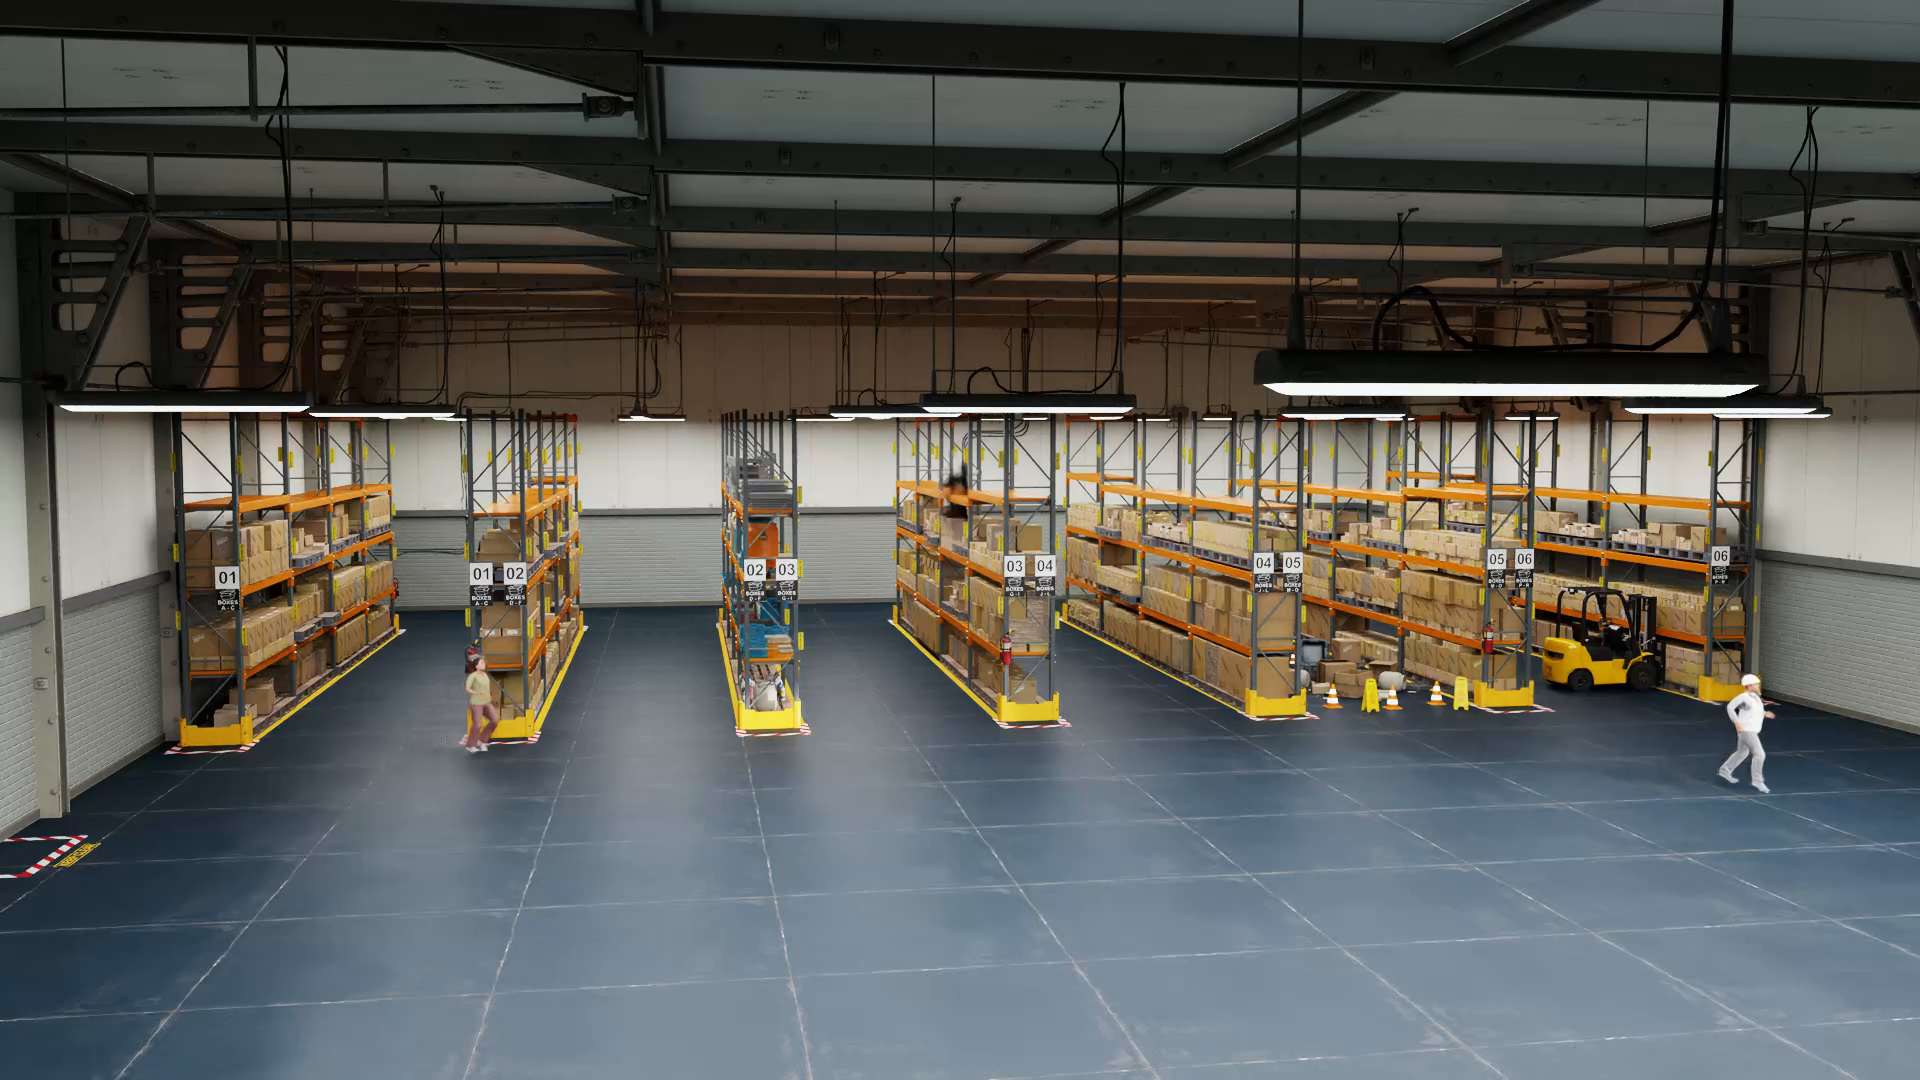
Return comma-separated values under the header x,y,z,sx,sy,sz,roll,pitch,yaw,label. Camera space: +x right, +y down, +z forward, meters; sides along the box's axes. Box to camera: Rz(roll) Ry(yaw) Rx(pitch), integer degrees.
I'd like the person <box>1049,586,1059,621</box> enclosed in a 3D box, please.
x,y,z,sx,sy,sz,roll,pitch,yaw,label
2.381,1.726,45.130,0.623,1.670,0.877,-1,4,-9,person

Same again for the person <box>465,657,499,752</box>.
x,y,z,sx,sy,sz,roll,pitch,yaw,label
-8.330,2.869,28.979,0.563,1.656,0.592,2,5,29,person

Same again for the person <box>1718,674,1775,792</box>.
x,y,z,sx,sy,sz,roll,pitch,yaw,label
12.375,3.017,26.164,0.791,1.826,0.643,3,5,36,person

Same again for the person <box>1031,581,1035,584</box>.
x,y,z,sx,sy,sz,roll,pitch,yaw,label
2.005,1.425,49.342,0.912,1.721,0.817,-1,4,-19,person

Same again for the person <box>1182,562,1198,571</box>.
x,y,z,sx,sy,sz,roll,pitch,yaw,label
6.911,1.301,50.574,0.970,1.800,0.688,-1,4,-10,person
